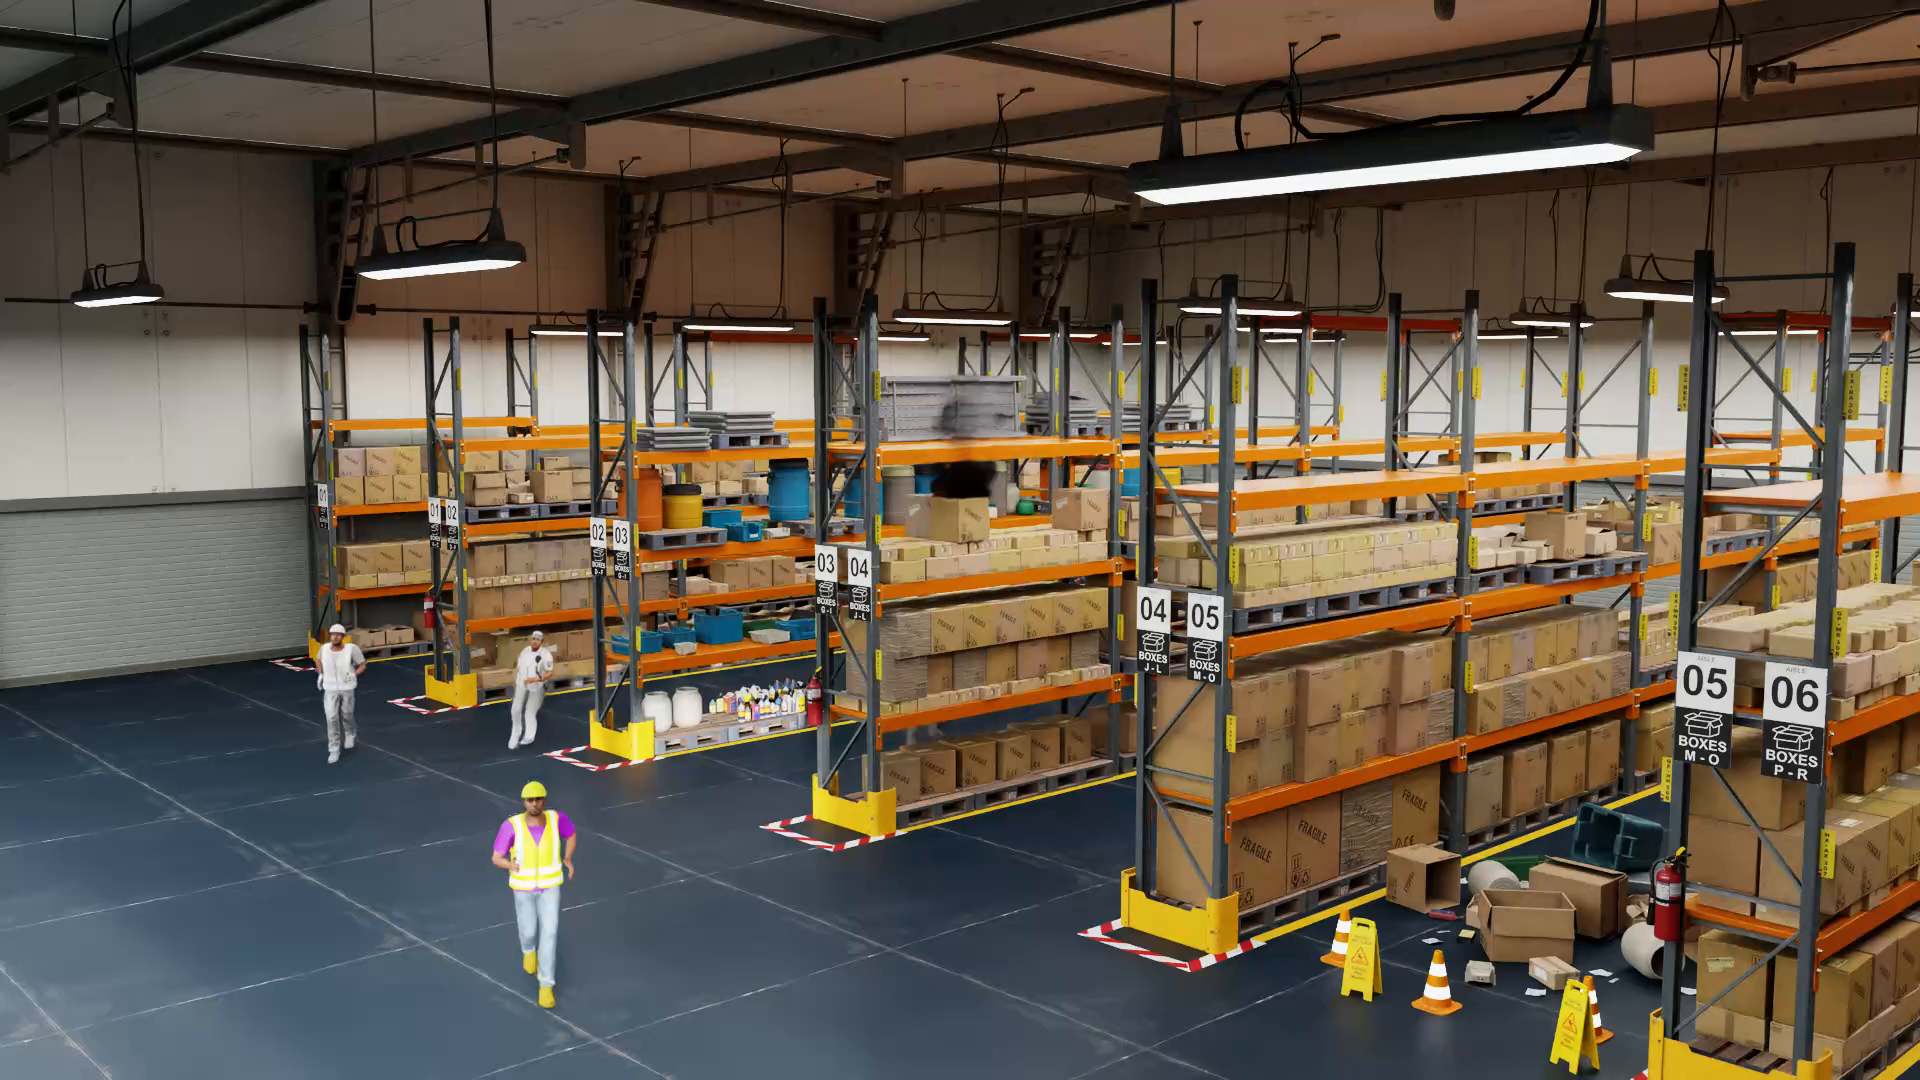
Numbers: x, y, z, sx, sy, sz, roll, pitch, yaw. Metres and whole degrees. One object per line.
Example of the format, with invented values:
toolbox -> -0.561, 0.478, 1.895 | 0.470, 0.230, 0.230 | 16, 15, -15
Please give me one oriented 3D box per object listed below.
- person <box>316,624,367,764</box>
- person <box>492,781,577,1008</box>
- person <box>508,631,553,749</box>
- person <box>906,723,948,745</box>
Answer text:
person -> -8.325, 2.017, 22.366 | 0.676, 1.805, 0.915 | -1, 6, -11
person -> -3.510, 2.872, 13.783 | 0.698, 1.760, 0.970 | -2, 6, -17
person -> -5.872, 2.044, 22.798 | 0.602, 1.605, 0.646 | 0, 6, 4
person -> -0.466, 2.128, 21.537 | 0.611, 1.682, 0.921 | 5, 8, 42
